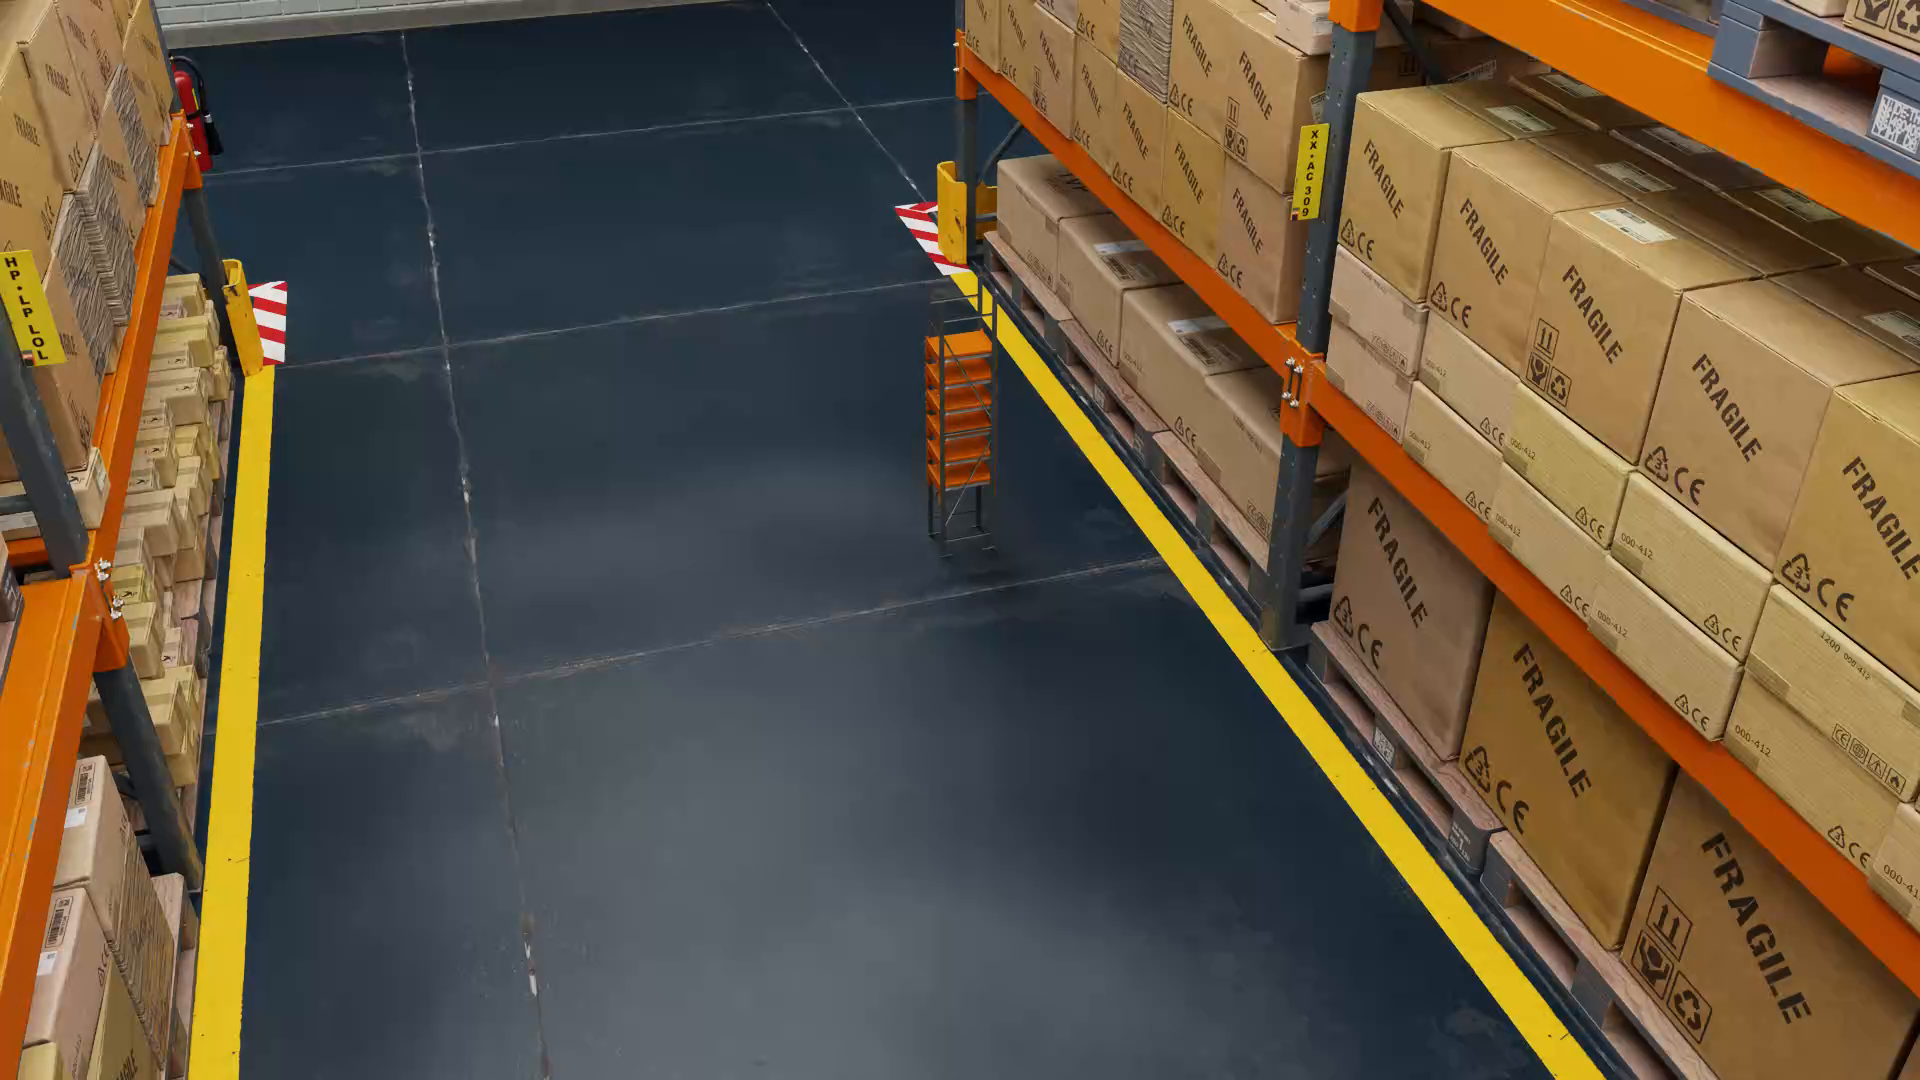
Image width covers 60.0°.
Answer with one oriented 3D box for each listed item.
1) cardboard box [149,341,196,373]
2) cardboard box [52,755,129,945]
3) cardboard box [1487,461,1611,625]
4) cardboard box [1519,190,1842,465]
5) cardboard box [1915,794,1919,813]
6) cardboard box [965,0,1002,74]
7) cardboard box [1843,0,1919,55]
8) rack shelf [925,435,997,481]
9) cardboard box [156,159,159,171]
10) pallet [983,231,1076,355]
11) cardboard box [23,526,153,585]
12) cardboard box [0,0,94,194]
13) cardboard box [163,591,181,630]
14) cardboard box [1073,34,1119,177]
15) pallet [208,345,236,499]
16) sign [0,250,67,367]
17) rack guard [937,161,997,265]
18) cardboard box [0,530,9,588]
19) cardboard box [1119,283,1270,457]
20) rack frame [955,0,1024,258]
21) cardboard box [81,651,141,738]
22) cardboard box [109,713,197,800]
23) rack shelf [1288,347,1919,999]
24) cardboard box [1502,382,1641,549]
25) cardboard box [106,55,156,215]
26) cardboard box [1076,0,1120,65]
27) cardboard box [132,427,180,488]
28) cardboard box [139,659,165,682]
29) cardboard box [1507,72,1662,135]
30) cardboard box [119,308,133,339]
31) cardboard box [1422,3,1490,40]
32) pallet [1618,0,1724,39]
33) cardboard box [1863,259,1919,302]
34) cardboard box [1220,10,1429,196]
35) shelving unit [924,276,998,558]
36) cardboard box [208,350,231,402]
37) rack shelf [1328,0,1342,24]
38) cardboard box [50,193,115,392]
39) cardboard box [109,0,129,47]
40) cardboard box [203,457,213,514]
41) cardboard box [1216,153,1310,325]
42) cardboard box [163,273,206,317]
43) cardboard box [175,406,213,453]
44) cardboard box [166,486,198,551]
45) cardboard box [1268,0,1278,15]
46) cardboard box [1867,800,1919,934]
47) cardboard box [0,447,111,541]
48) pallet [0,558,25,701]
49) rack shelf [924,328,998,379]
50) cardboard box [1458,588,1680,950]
[{"bbox_3d":[-3.572,-0.728,7.296,0.380,0.149,0.250,-11,35,-17],"label":"cardboard box"},{"bbox_3d":[-2.527,0.871,4.417,0.500,0.250,0.500,-11,35,-16],"label":"cardboard box"},{"bbox_3d":[1.872,-0.036,4.720,0.500,0.250,0.500,-10,35,-15],"label":"cardboard box"},{"bbox_3d":[1.881,-0.571,4.396,0.500,0.500,0.500,-11,35,-16],"label":"cardboard box"},{"bbox_3d":[2.359,0.556,3.370,0.500,0.250,0.500,-11,35,-16],"label":"cardboard box"},{"bbox_3d":[0.341,-2.759,8.614,0.500,0.500,0.500,-10,35,-15],"label":"cardboard box"},{"bbox_3d":[2.095,-1.163,3.096,0.500,0.500,0.500,-10,35,-14],"label":"cardboard box"},{"bbox_3d":[0.004,-0.356,6.998,0.258,0.103,0.180,-10,35,-15],"label":"rack shelf"},{"bbox_3d":[-3.716,-1.638,7.236,0.380,0.149,0.250,-10,35,-15],"label":"cardboard box"},{"bbox_3d":[0.787,-1.448,9.249,1.003,0.211,1.213,-10,35,-15],"label":"pallet"},{"bbox_3d":[-3.156,0.106,6.034,0.380,0.149,0.250,-11,35,-16],"label":"cardboard box"},{"bbox_3d":[-3.197,-1.432,5.429,0.500,0.500,0.500,-9,35,-14],"label":"cardboard box"},{"bbox_3d":[-3.132,0.350,6.204,0.380,0.149,0.250,-11,35,-16],"label":"cardboard box"},{"bbox_3d":[0.829,-1.968,7.417,0.500,0.500,0.500,-9,34,-13],"label":"cardboard box"},{"bbox_3d":[-3.978,-0.497,7.810,1.003,0.211,1.213,-10,35,-15],"label":"pallet"},{"bbox_3d":[-2.467,-0.610,4.403,0.100,0.325,0.005,-10,35,-15],"label":"sign"},{"bbox_3d":[0.461,-1.987,9.804,1.175,0.500,0.348,-10,35,-15],"label":"rack guard"},{"bbox_3d":[-2.685,0.073,4.266,0.380,0.149,0.250,-11,35,-16],"label":"cardboard box"},{"bbox_3d":[1.325,-0.842,7.746,0.875,0.438,0.875,-11,35,-16],"label":"cardboard box"},{"bbox_3d":[0.468,-3.018,9.096,1.000,3.000,0.127,-10,35,-15],"label":"rack frame"},{"bbox_3d":[-2.903,0.518,5.410,0.380,0.149,0.250,-9,34,-13],"label":"cardboard box"},{"bbox_3d":[-2.800,0.737,5.619,0.380,0.149,0.250,-12,35,-17],"label":"cardboard box"},{"bbox_3d":[2.298,0.433,4.527,1.077,0.370,4.000,-10,35,-15],"label":"rack shelf"},{"bbox_3d":[1.868,-0.247,4.585,0.500,0.250,0.500,-10,35,-14],"label":"cardboard box"},{"bbox_3d":[-3.517,-1.570,6.544,0.500,0.500,0.500,-10,35,-15],"label":"cardboard box"},{"bbox_3d":[0.825,-2.376,7.127,0.500,0.500,0.500,-10,35,-15],"label":"cardboard box"},{"bbox_3d":[-3.355,-0.307,6.659,0.380,0.149,0.250,-10,35,-14],"label":"cardboard box"},{"bbox_3d":[-2.963,0.496,5.714,0.380,0.149,0.250,-10,35,-14],"label":"cardboard box"},{"bbox_3d":[2.064,-1.184,5.324,0.500,0.500,0.500,-9,34,-13],"label":"cardboard box"},{"bbox_3d":[-3.218,-0.814,5.989,0.380,0.149,0.250,-9,34,-13],"label":"cardboard box"},{"bbox_3d":[1.839,-1.857,5.753,0.380,0.149,0.250,-11,35,-15],"label":"cardboard box"},{"bbox_3d":[2.015,-1.616,4.428,0.805,0.209,1.217,-11,35,-17],"label":"pallet"},{"bbox_3d":[2.537,-0.375,4.099,0.500,0.500,0.500,-9,35,-14],"label":"cardboard box"},{"bbox_3d":[1.281,-1.578,5.919,0.500,0.500,0.500,-10,35,-15],"label":"cardboard box"},{"bbox_3d":[0.004,-0.493,6.908,0.258,1.200,0.189,-10,35,-15],"label":"shelving unit"},{"bbox_3d":[-3.681,-0.759,7.882,0.380,0.149,0.250,-9,35,-13],"label":"cardboard box"},{"bbox_3d":[1.078,-2.919,6.878,1.077,0.370,4.000,-10,35,-15],"label":"rack shelf"},{"bbox_3d":[-3.064,-0.759,5.317,0.500,0.500,0.500,-10,35,-15],"label":"cardboard box"},{"bbox_3d":[-3.684,-2.251,6.668,0.500,0.500,0.500,-11,35,-16],"label":"cardboard box"},{"bbox_3d":[-3.393,-0.208,7.049,0.380,0.149,0.250,-9,35,-14],"label":"cardboard box"},{"bbox_3d":[1.303,-1.160,6.194,0.500,0.500,0.500,-10,35,-14],"label":"cardboard box"},{"bbox_3d":[-3.812,-1.131,7.906,0.380,0.149,0.250,-10,35,-14],"label":"cardboard box"},{"bbox_3d":[-3.452,-0.471,7.177,0.380,0.149,0.250,-10,35,-14],"label":"cardboard box"},{"bbox_3d":[-3.230,-0.060,6.554,0.380,0.149,0.250,-10,35,-15],"label":"cardboard box"},{"bbox_3d":[1.314,-1.912,5.837,0.380,0.149,0.250,-9,35,-14],"label":"cardboard box"},{"bbox_3d":[2.336,0.758,3.519,0.500,0.250,0.500,-9,35,-14],"label":"cardboard box"},{"bbox_3d":[-2.770,-0.131,4.955,0.380,0.149,0.250,-9,34,-13],"label":"cardboard box"},{"bbox_3d":[-2.900,0.474,3.986,1.003,0.211,1.213,-10,35,-15],"label":"pallet"},{"bbox_3d":[0.004,-0.756,6.734,0.258,0.103,0.180,-10,35,-15],"label":"rack shelf"},{"bbox_3d":[2.237,0.579,5.200,0.875,0.875,0.875,-9,35,-13],"label":"cardboard box"}]
